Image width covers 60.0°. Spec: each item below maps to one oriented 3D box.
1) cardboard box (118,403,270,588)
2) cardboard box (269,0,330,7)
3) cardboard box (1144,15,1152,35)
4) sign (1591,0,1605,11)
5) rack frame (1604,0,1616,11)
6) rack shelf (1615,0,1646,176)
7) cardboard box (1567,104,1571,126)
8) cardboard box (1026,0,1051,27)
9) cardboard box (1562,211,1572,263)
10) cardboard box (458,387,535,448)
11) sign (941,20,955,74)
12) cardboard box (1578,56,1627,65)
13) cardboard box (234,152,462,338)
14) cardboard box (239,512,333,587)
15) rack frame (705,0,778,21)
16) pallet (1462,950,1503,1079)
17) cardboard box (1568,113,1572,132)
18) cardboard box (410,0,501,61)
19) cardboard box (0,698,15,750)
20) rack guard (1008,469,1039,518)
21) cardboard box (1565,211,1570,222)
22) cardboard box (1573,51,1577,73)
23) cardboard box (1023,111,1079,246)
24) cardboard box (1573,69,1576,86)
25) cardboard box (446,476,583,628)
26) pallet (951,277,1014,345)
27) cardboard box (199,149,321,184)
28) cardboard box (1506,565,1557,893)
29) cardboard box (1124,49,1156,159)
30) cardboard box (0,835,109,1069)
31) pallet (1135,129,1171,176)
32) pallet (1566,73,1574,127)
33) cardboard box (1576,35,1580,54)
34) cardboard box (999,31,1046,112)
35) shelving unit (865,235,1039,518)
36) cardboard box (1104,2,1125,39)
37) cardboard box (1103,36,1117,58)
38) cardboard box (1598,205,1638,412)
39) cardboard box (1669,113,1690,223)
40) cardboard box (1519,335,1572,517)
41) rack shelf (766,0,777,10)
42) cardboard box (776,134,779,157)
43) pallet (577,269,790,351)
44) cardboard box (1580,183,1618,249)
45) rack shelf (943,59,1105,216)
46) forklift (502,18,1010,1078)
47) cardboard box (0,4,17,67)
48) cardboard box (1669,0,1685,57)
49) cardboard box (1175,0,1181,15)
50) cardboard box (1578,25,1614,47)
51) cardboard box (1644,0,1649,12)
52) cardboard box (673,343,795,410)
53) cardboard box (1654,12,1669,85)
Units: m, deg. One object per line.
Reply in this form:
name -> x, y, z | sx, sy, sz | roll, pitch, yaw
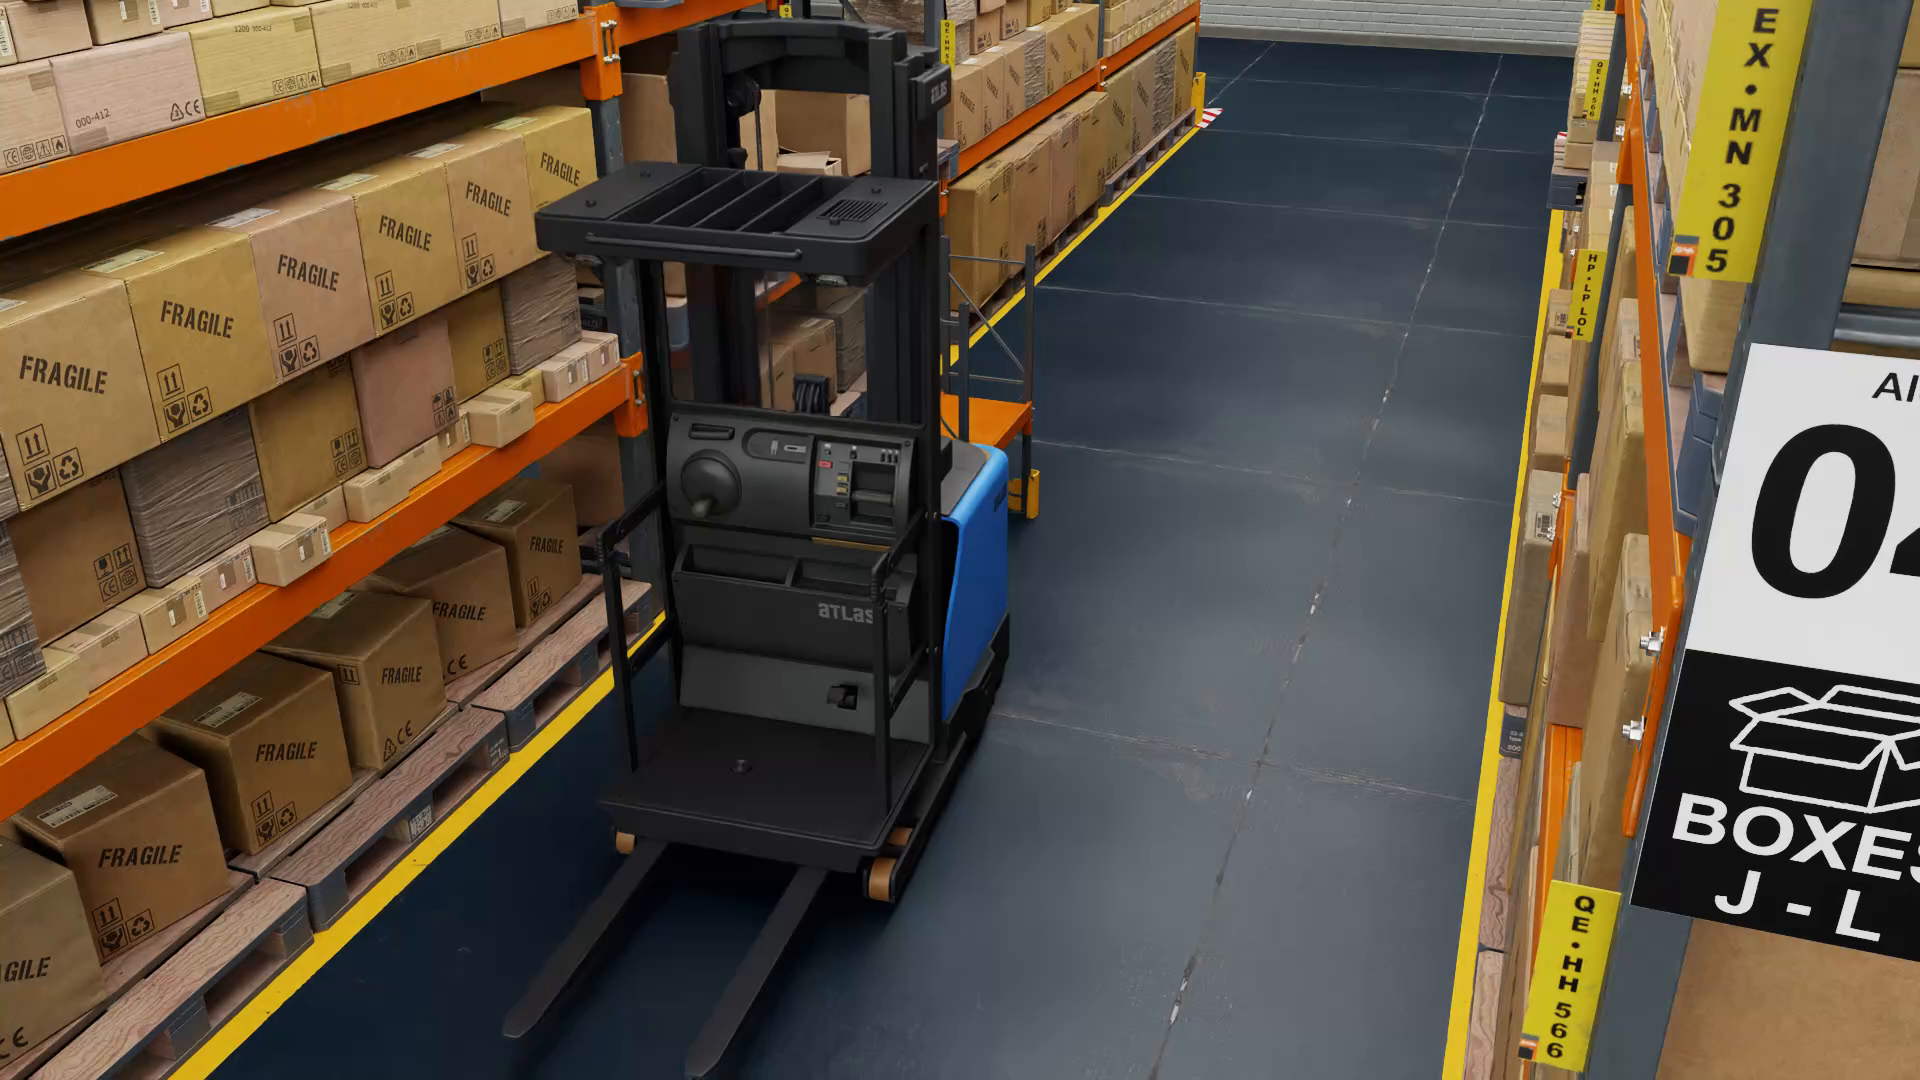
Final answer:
cardboard box -> -2.787, -0.238, 5.344 | 0.875, 0.500, 0.500 | 9, 27, 17
cardboard box -> -2.195, -1.803, 5.305 | 0.380, 0.149, 0.250 | 10, 28, 20
cardboard box -> 1.580, -4.840, 15.592 | 0.380, 0.149, 0.250 | 9, 27, 18
sign -> 4.866, -4.051, 12.682 | 0.100, 0.325, 0.005 | 9, 27, 17
rack frame -> 5.380, -3.586, 12.714 | 1.000, 3.000, 0.127 | 9, 27, 17
rack shelf -> 3.384, -2.147, 7.125 | 1.077, 0.370, 4.000 | 9, 27, 17
cardboard box -> 4.124, -2.708, 10.707 | 0.380, 0.149, 0.250 | 8, 27, 15
cardboard box -> 0.293, -4.299, 12.922 | 0.797, 0.503, 0.637 | 9, 27, 18
cardboard box -> 4.884, -2.385, 12.620 | 0.500, 0.500, 0.500 | 10, 28, 19
cardboard box -> -1.930, -0.501, 6.631 | 0.380, 0.149, 0.250 | 9, 27, 17
sign -> -0.080, -3.114, 10.501 | 0.100, 0.325, 0.005 | 9, 27, 17
cardboard box -> 4.124, -2.973, 10.572 | 0.380, 0.149, 0.250 | 9, 27, 17
cardboard box -> -2.148, -1.052, 5.878 | 0.500, 0.500, 0.500 | 9, 27, 17
cardboard box -> -2.346, 0.013, 5.570 | 0.380, 0.149, 0.250 | 9, 27, 17
rack frame -> -2.603, -6.709, 19.164 | 1.000, 3.000, 0.127 | 9, 27, 17
pallet -> 1.987, 1.761, 4.871 | 1.003, 0.211, 1.213 | 9, 27, 17
cardboard box -> 3.871, -2.531, 10.000 | 0.380, 0.149, 0.250 | 10, 28, 19
cardboard box -> -2.015, -1.903, 5.969 | 0.500, 0.250, 0.500 | 9, 27, 19
cardboard box -> -2.836, 0.515, 4.532 | 0.380, 0.149, 0.250 | 9, 27, 17
rack guard -> 0.140, -0.286, 9.054 | 0.587, 0.250, 0.087 | 9, 27, 17
cardboard box -> 5.189, -2.702, 13.679 | 0.380, 0.149, 0.250 | 9, 27, 18
cardboard box -> 4.815, -3.567, 12.481 | 0.380, 0.149, 0.250 | 7, 27, 15
cardboard box -> 0.246, -2.946, 13.349 | 1.225, 0.875, 0.875 | 8, 27, 16
cardboard box -> 4.297, -3.058, 11.088 | 0.380, 0.149, 0.250 | 8, 27, 16
cardboard box -> -2.096, 0.035, 7.621 | 0.500, 0.500, 0.500 | 8, 27, 16
pallet -> -0.261, -1.761, 12.145 | 1.003, 0.211, 1.213 | 9, 27, 17
cardboard box -> -2.647, -1.129, 6.036 | 0.500, 0.500, 0.500 | 9, 27, 17
cardboard box -> 2.443, 0.717, 5.783 | 0.875, 0.875, 0.875 | 9, 27, 18
cardboard box -> 1.331, -4.209, 15.957 | 0.875, 0.875, 0.875 | 9, 27, 17
cardboard box -> -3.033, 1.266, 5.079 | 0.500, 0.500, 0.500 | 14, 29, 27
pallet -> 1.468, -3.896, 16.554 | 1.003, 0.211, 1.213 | 9, 27, 17
pallet -> 4.989, -3.207, 12.151 | 1.003, 0.211, 1.213 | 9, 27, 17
cardboard box -> 4.815, -3.701, 12.416 | 0.380, 0.149, 0.250 | 9, 27, 18
cardboard box -> 0.329, -3.537, 12.498 | 0.500, 0.500, 0.500 | 9, 27, 18
shelving unit -> -0.025, -0.644, 8.358 | 0.587, 1.500, 1.083 | 9, 27, 17
cardboard box -> 1.140, -4.568, 14.574 | 0.500, 0.250, 0.500 | 8, 27, 16
cardboard box -> 1.149, -4.307, 14.492 | 0.380, 0.149, 0.250 | 9, 27, 18
cardboard box -> 2.563, -0.705, 5.353 | 0.875, 0.550, 0.550 | 9, 27, 17
cardboard box -> 1.432, -0.624, 2.847 | 0.380, 0.149, 0.250 | 9, 27, 18
cardboard box -> 3.474, -0.522, 8.485 | 1.050, 0.750, 0.750 | 9, 27, 18
rack shelf -> -3.269, -5.563, 17.623 | 1.077, 0.370, 4.000 | 9, 27, 17
cardboard box -> -1.436, -2.021, 8.881 | 0.797, 0.503, 0.637 | 12, 28, 23
pallet -> -1.534, -1.266, 8.143 | 1.003, 0.211, 1.213 | 9, 27, 17
cardboard box -> 3.310, -1.425, 8.137 | 0.500, 0.500, 0.500 | 9, 27, 17
rack shelf -> 0.071, -3.201, 12.745 | 1.077, 0.370, 4.000 | 9, 27, 17
forklift -> -0.672, -0.196, 5.791 | 1.130, 2.935, 3.031 | 7, 27, 14
cardboard box -> -2.644, -1.273, 4.209 | 0.380, 0.149, 0.250 | 10, 28, 20
cardboard box -> 1.790, -1.165, 3.507 | 0.500, 0.250, 0.500 | 9, 27, 18
cardboard box -> 2.006, -5.370, 16.688 | 0.380, 0.149, 0.250 | 9, 27, 18
cardboard box -> 4.555, -3.512, 11.685 | 0.380, 0.149, 0.250 | 8, 27, 17
cardboard box -> 2.276, -1.669, 5.005 | 0.380, 0.149, 0.250 | 8, 27, 17
cardboard box -> -1.339, -0.805, 9.333 | 0.700, 0.500, 0.500 | 6, 27, 13
cardboard box -> 1.854, -1.145, 3.923 | 0.380, 0.149, 0.250 | 9, 27, 17
